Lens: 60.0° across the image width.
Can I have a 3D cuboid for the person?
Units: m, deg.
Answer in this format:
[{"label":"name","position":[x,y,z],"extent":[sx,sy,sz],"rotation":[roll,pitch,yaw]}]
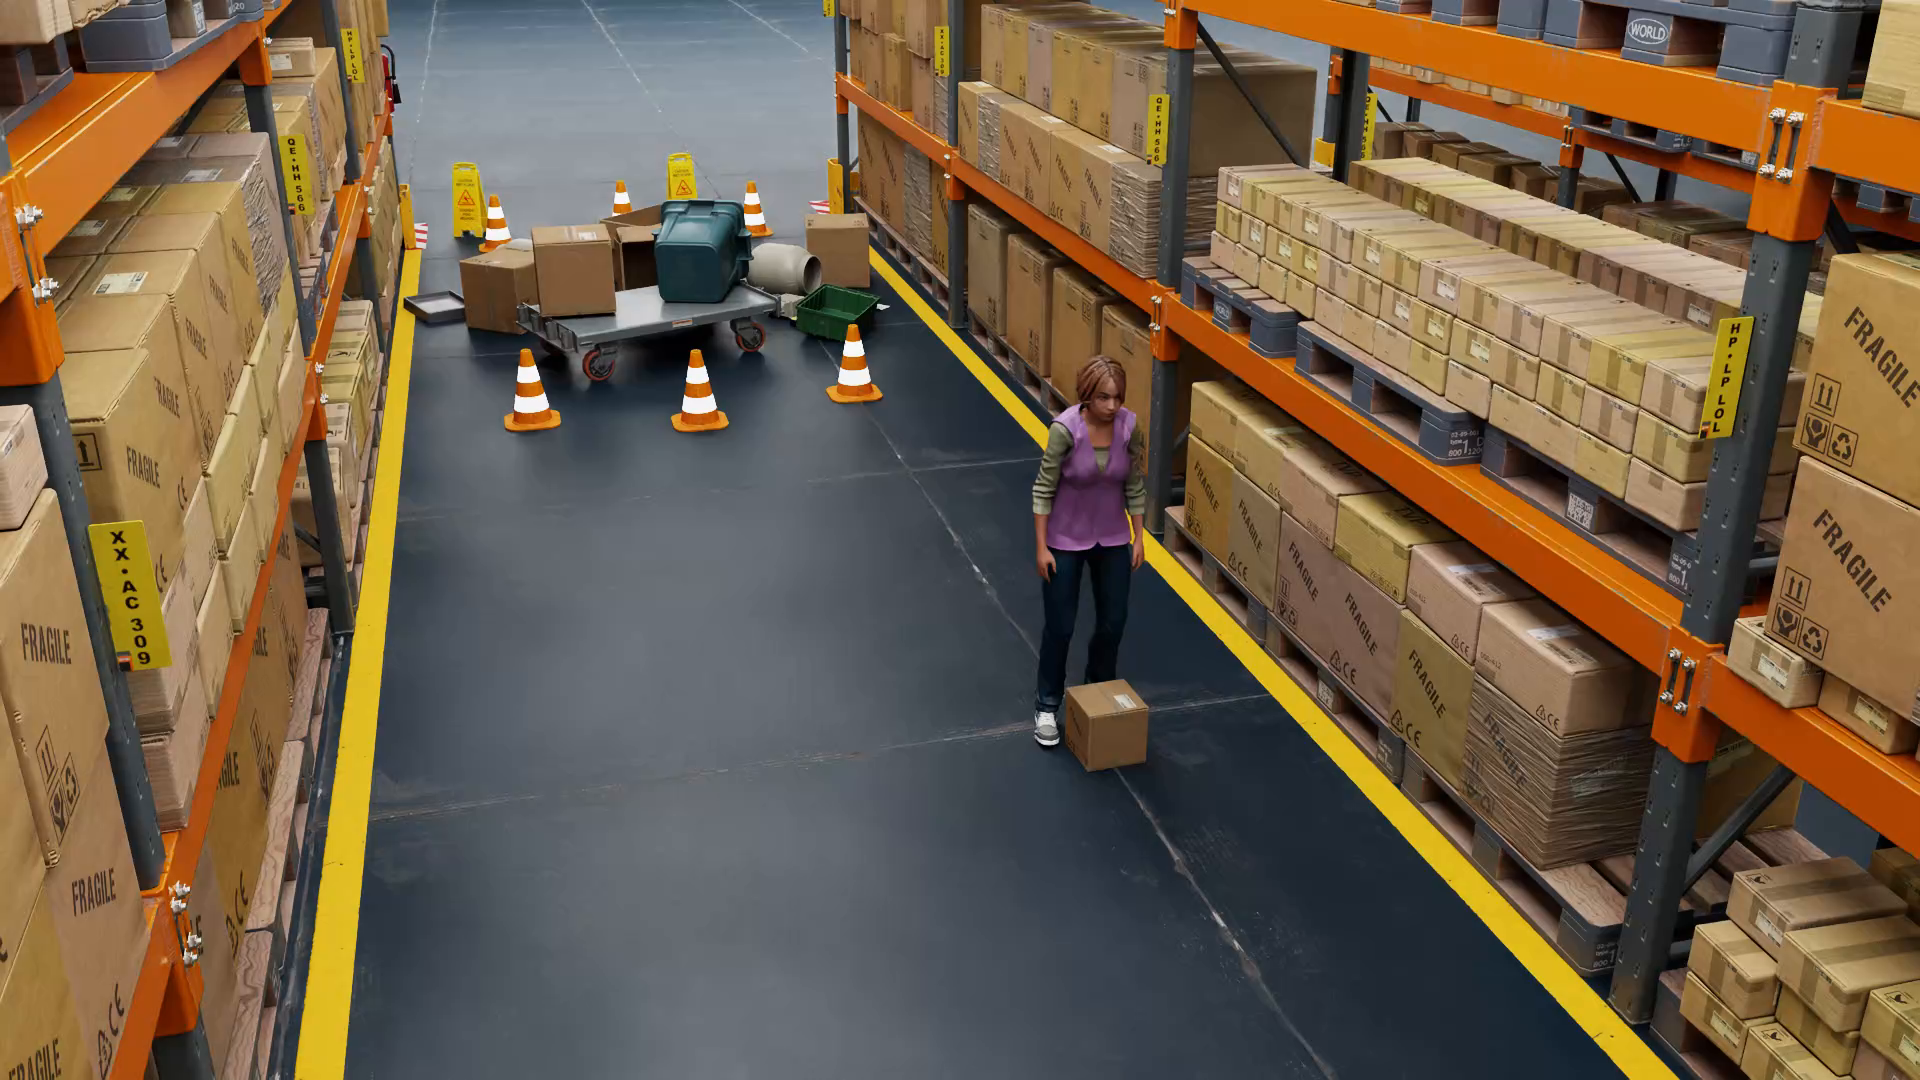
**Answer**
[{"label":"person","position":[0.509,0.033,6.534],"extent":[0.463,1.593,0.365],"rotation":[-6,24,-14]}]
